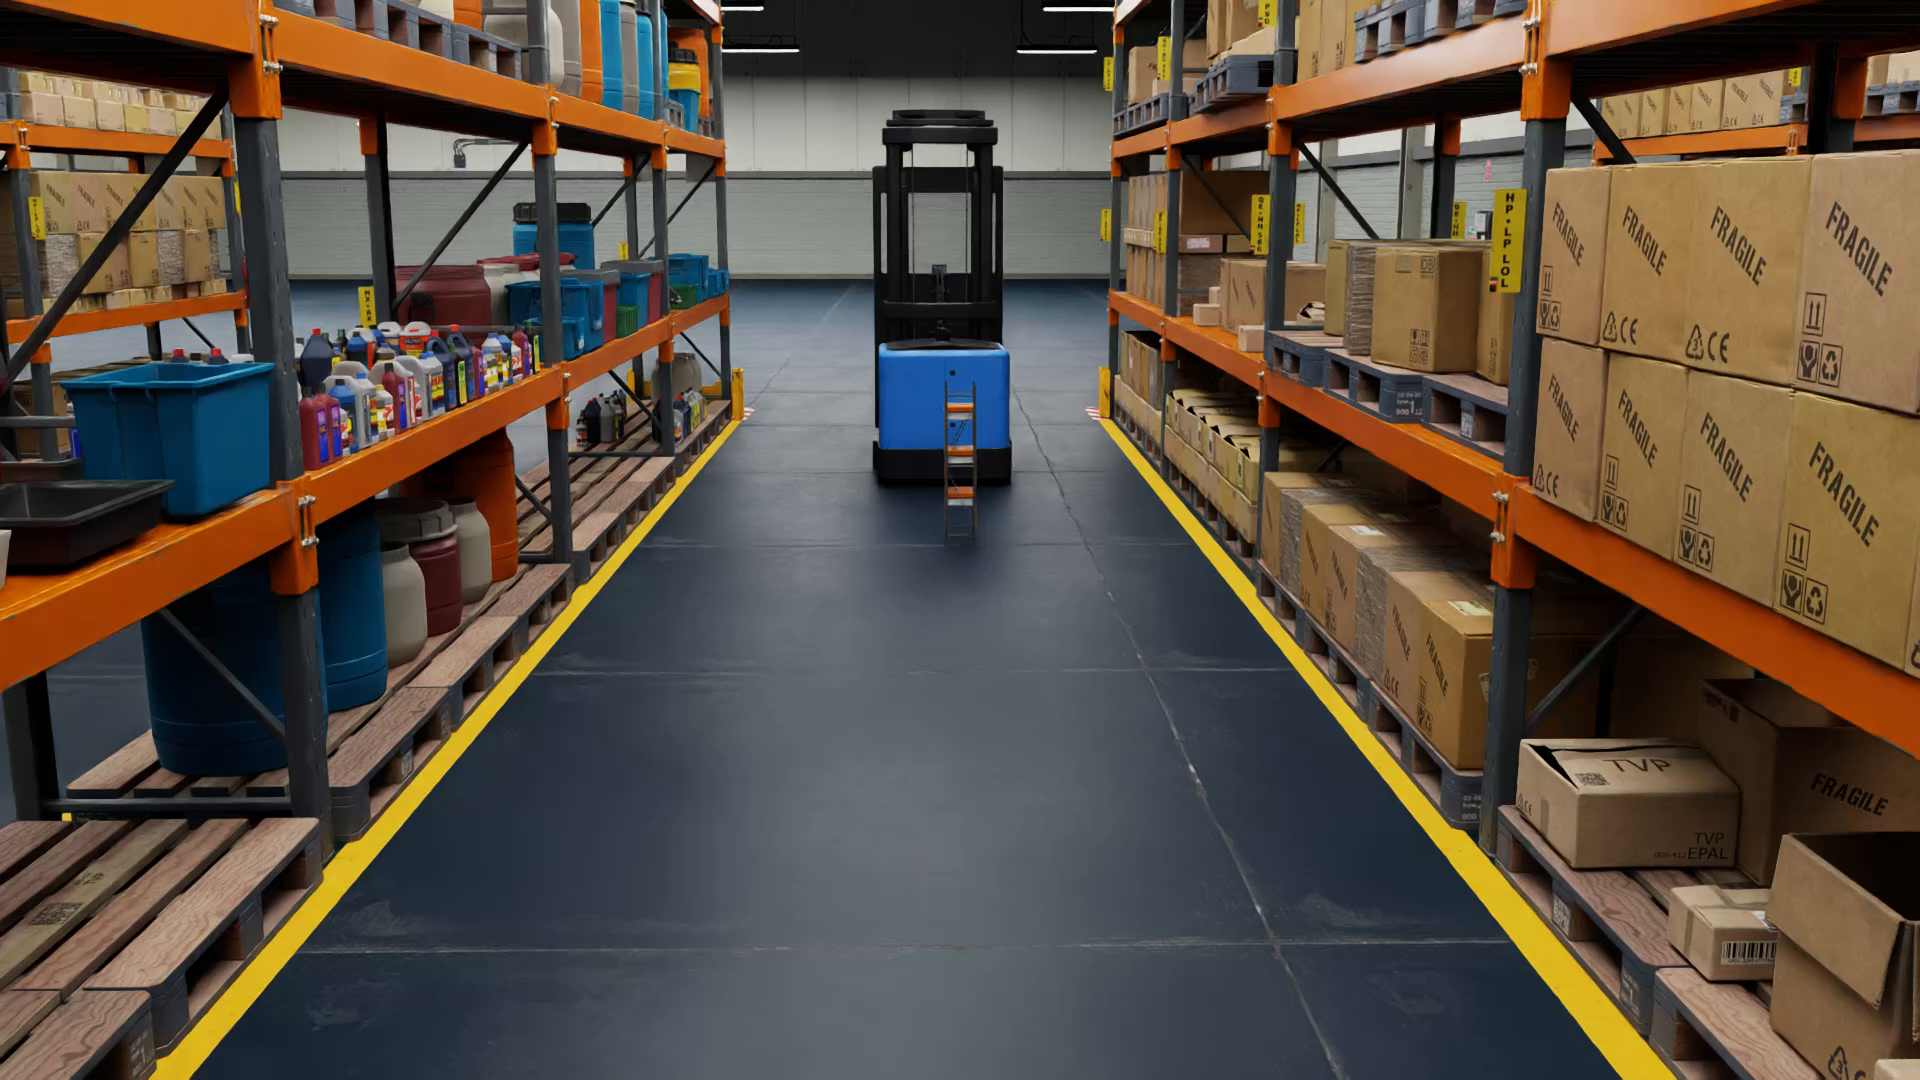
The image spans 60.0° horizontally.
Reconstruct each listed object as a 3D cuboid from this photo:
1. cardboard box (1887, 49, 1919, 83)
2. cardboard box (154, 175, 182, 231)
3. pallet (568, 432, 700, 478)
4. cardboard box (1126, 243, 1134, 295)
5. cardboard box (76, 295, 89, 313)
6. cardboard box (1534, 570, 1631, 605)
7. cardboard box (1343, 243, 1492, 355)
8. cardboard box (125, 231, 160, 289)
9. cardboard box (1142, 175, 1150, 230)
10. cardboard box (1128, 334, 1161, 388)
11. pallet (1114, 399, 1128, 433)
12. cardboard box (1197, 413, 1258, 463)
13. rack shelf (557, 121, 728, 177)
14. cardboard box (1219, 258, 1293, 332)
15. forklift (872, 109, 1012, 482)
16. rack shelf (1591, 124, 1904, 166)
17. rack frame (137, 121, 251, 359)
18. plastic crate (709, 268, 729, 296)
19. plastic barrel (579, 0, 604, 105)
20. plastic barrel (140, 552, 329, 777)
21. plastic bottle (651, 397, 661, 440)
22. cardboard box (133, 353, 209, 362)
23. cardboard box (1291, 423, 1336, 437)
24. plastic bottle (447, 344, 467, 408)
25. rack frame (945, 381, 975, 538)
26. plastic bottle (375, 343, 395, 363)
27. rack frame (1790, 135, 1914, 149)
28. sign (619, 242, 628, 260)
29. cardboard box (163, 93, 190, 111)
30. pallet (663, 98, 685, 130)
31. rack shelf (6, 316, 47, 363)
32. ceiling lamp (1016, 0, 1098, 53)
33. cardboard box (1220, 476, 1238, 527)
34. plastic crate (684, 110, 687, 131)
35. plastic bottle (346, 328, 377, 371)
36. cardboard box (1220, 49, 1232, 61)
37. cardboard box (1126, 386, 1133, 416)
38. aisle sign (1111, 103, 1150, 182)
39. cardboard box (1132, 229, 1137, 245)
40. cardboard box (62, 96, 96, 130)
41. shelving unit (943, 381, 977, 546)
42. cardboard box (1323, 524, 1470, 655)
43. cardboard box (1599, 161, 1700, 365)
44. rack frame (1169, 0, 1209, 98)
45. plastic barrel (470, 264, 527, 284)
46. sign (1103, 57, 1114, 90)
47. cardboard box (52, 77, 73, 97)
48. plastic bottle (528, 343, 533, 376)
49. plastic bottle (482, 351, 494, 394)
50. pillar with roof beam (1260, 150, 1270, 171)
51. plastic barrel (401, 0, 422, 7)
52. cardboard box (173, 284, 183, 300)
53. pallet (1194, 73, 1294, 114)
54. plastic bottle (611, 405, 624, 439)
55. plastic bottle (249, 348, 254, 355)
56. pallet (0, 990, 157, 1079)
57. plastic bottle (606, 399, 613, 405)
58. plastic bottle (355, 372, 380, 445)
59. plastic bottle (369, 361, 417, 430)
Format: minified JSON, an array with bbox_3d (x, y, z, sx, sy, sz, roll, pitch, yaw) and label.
[{"bbox_3d":[7.037,-3.404,11.917,0.500,0.311,0.500,0,11,1],"label":"cardboard box"},{"bbox_3d":[-7.565,-3.115,15.354,0.500,0.500,0.500,0,11,-1],"label":"cardboard box"},{"bbox_3d":[-2.784,-0.729,14.124,1.003,0.211,1.213,0,11,-1],"label":"pallet"},{"bbox_3d":[2.054,-2.733,16.736,0.700,0.500,0.500,0,11,-1],"label":"cardboard box"},{"bbox_3d":[-7.493,-1.962,13.819,0.380,0.149,0.250,0,11,-1],"label":"cardboard box"},{"bbox_3d":[2.517,0.415,6.652,0.500,0.500,0.500,0,11,0],"label":"cardboard box"},{"bbox_3d":[2.176,-1.134,7.799,0.700,0.500,0.500,2,12,10],"label":"cardboard box"},{"bbox_3d":[-7.767,-2.525,14.959,0.875,0.500,0.500,0,11,-1],"label":"cardboard box"},{"bbox_3d":[2.083,-3.154,15.546,0.700,0.500,0.500,0,11,-1],"label":"cardboard box"},{"bbox_3d":[1.882,-1.697,15.851,0.500,0.500,0.500,0,11,-1],"label":"cardboard box"},{"bbox_3d":[2.115,-1.259,16.732,1.003,0.211,1.213,0,11,-1],"label":"pallet"},{"bbox_3d":[1.933,-0.726,11.544,0.500,0.311,0.500,0,11,0],"label":"cardboard box"},{"bbox_3d":[-2.854,-3.477,14.921,1.077,0.370,4.000,0,11,-1],"label":"rack shelf"},{"bbox_3d":[2.151,-1.774,12.005,0.500,0.500,0.500,1,11,3],"label":"cardboard box"},{"bbox_3d":[-0.198,-2.146,14.268,1.130,2.935,3.031,-1,11,-3],"label":"forklift"},{"bbox_3d":[7.051,-3.518,15.121,1.077,0.370,4.000,0,11,-1],"label":"rack shelf"},{"bbox_3d":[-7.847,-2.737,17.007,1.000,3.000,0.127,0,11,-1],"label":"rack frame"},{"bbox_3d":[-2.585,-2.586,16.637,0.499,0.251,0.616,0,11,-1],"label":"plastic crate"},{"bbox_3d":[-2.543,-3.142,10.377,0.600,0.830,0.708,0,11,-1],"label":"plastic barrel"},{"bbox_3d":[-2.641,0.342,6.049,0.600,0.901,0.708,0,11,-1],"label":"plastic barrel"},{"bbox_3d":[-2.558,-1.041,14.204,0.144,0.351,0.185,0,11,-1],"label":"plastic bottle"},{"bbox_3d":[-7.851,-1.594,16.601,0.500,0.500,0.500,2,12,9],"label":"cardboard box"},{"bbox_3d":[2.478,-0.631,11.074,0.500,0.311,0.500,-1,11,-3],"label":"cardboard box"},{"bbox_3d":[-2.265,-0.741,7.461,0.061,0.283,0.133,0,11,-1],"label":"plastic bottle"},{"bbox_3d":[-0.001,-0.528,11.022,0.200,1.050,0.008,0,11,-1],"label":"rack frame"},{"bbox_3d":[-2.910,-0.895,8.425,0.097,0.201,0.097,0,11,0],"label":"plastic bottle"},{"bbox_3d":[7.093,-2.003,13.388,1.000,3.000,0.127,0,11,-1],"label":"rack frame"},{"bbox_3d":[-3.445,-2.892,17.073,0.100,0.325,0.005,0,11,-1],"label":"sign"},{"bbox_3d":[-7.497,-4.119,15.649,0.380,0.149,0.250,0,11,-1],"label":"cardboard box"},{"bbox_3d":[-2.925,-3.483,13.613,1.213,0.211,1.003,0,11,-1],"label":"pallet"},{"bbox_3d":[-7.723,-1.192,11.199,1.077,0.370,4.000,0,11,-1],"label":"rack shelf"},{"bbox_3d":[2.390,-13.638,40.971,2.000,3.185,0.800,0,11,-1],"label":"ceiling lamp"},{"bbox_3d":[1.954,-0.251,10.612,0.500,0.250,0.500,0,11,-2],"label":"cardboard box"},{"bbox_3d":[-2.573,-3.643,14.462,0.336,0.188,0.450,0,11,-1],"label":"plastic crate"},{"bbox_3d":[-3.034,-0.927,8.397,0.152,0.276,0.135,0,11,-1],"label":"plastic bottle"},{"bbox_3d":[2.157,-3.353,11.817,0.500,0.250,0.500,-1,12,-7],"label":"cardboard box"},{"bbox_3d":[1.870,-1.329,15.926,0.500,0.250,0.500,0,11,-1],"label":"cardboard box"},{"bbox_3d":[1.750,-4.063,17.003,0.394,0.787,0.004,0,11,-1],"label":"aisle sign"},{"bbox_3d":[1.865,-2.913,15.990,0.380,0.149,0.250,0,11,-2],"label":"cardboard box"},{"bbox_3d":[-7.533,-3.534,13.769,0.500,0.250,0.500,0,11,-2],"label":"cardboard box"},{"bbox_3d":[0.001,-0.504,10.902,0.215,1.050,0.252,0,11,-1],"label":"shelving unit"},{"bbox_3d":[1.984,0.222,7.602,0.500,0.500,0.500,-1,11,-3],"label":"cardboard box"},{"bbox_3d":[2.045,-0.733,4.364,0.500,0.500,0.500,-1,11,-3],"label":"cardboard box"},{"bbox_3d":[2.140,-4.922,12.688,1.000,3.000,0.127,0,11,-1],"label":"rack frame"},{"bbox_3d":[-2.973,-1.509,10.674,0.421,0.512,0.421,0,11,0],"label":"plastic barrel"},{"bbox_3d":[1.502,-4.713,16.805,0.100,0.325,0.005,0,11,-1],"label":"sign"},{"bbox_3d":[-7.521,-3.707,13.616,0.380,0.149,0.250,0,11,-1],"label":"cardboard box"},{"bbox_3d":[-2.311,-0.968,8.787,0.097,0.201,0.097,0,11,0],"label":"plastic bottle"},{"bbox_3d":[-2.294,-0.806,7.989,0.097,0.201,0.097,0,11,0],"label":"plastic bottle"},{"bbox_3d":[3.089,-10.356,39.471,9.100,9.000,0.548,0,11,-1],"label":"pillar with roof beam"},{"bbox_3d":[-2.542,-2.558,7.181,0.433,0.535,0.433,0,11,0],"label":"plastic barrel"},{"bbox_3d":[-7.620,-2.359,15.777,0.380,0.149,0.250,0,11,-1],"label":"cardboard box"},{"bbox_3d":[2.093,-2.921,10.844,1.003,0.211,1.213,0,11,1],"label":"pallet"},{"bbox_3d":[-2.970,-1.014,14.256,0.152,0.276,0.135,0,11,-1],"label":"plastic bottle"},{"bbox_3d":[-3.054,-0.684,7.177,0.061,0.283,0.133,0,11,-1],"label":"plastic bottle"},{"bbox_3d":[-2.565,1.384,3.708,1.003,0.211,1.213,0,11,-1],"label":"pallet"},{"bbox_3d":[-3.124,-1.105,14.704,0.152,0.276,0.135,0,11,0],"label":"plastic bottle"},{"bbox_3d":[-2.258,-0.499,6.296,0.097,0.271,0.097,0,11,0],"label":"plastic bottle"},{"bbox_3d":[-2.295,-0.589,6.730,0.152,0.276,0.135,0,11,-1],"label":"plastic bottle"}]
